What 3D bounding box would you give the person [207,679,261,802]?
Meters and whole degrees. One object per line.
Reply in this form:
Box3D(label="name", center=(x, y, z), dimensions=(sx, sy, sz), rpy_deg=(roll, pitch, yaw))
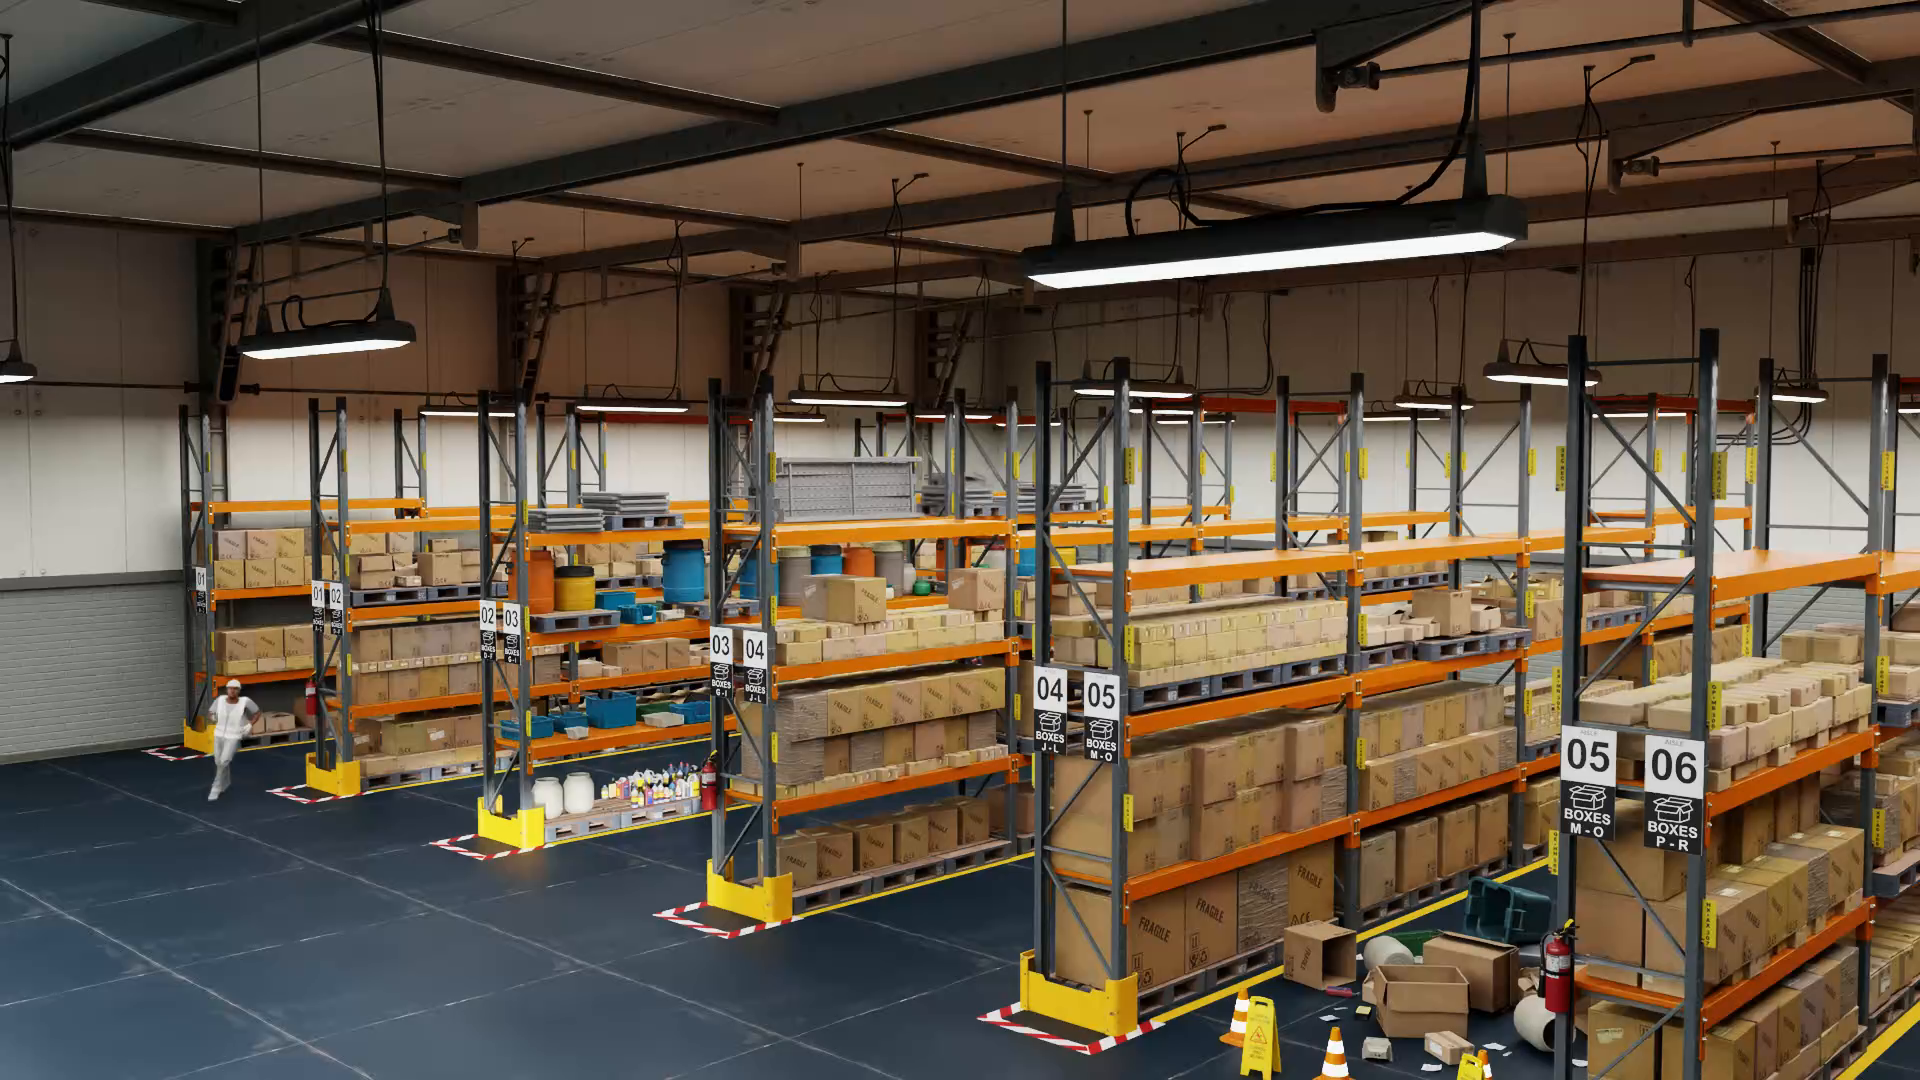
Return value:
Box3D(label="person", center=(-10.918, 2.978, 24.929), dimensions=(0.685, 1.803, 0.744), rpy_deg=(0, 3, 3))
